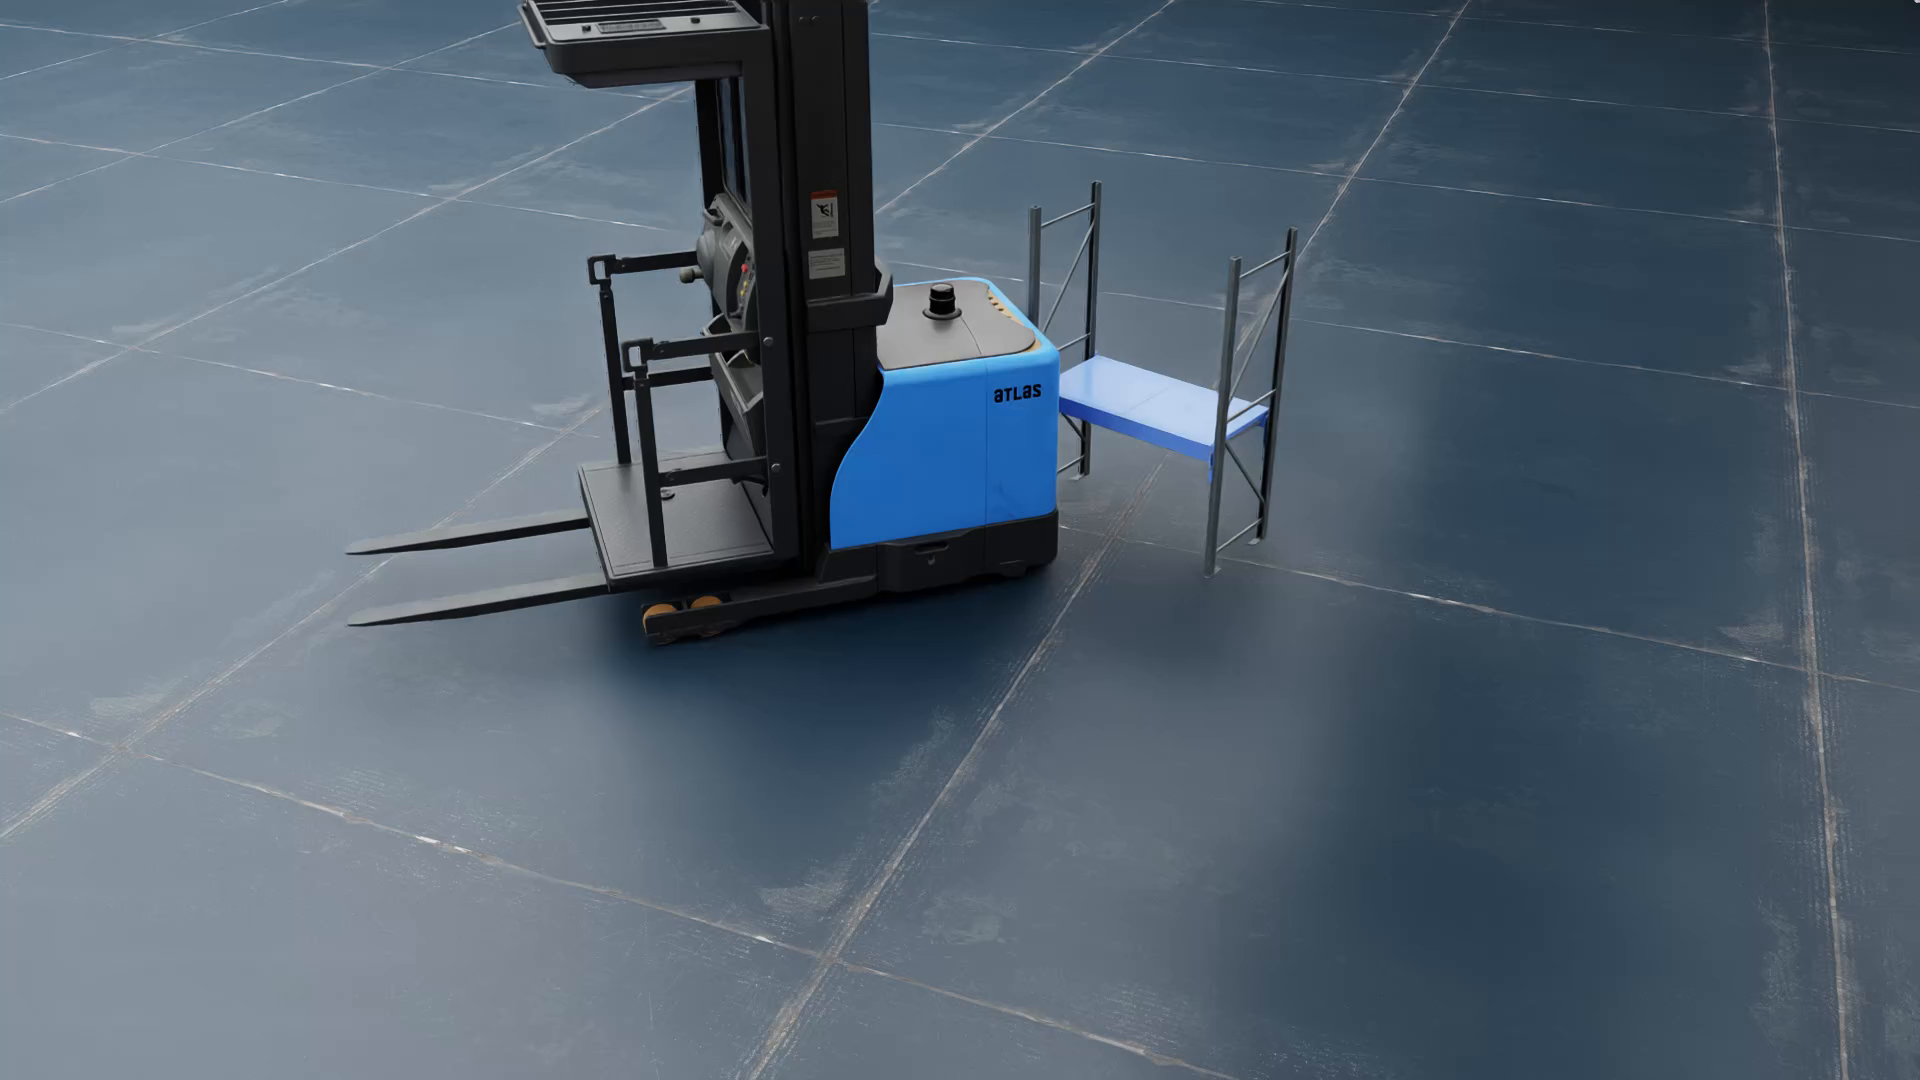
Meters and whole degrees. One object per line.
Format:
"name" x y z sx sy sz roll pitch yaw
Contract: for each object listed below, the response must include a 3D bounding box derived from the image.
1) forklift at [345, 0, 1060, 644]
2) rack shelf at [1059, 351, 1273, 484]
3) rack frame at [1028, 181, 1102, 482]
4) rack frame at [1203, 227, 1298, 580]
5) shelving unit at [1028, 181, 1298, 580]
"forklift" -1.136 -1.131 6.773 3.031 2.935 1.130 -9 31 -16
"rack shelf" 0.869 -0.578 7.613 1.000 0.185 0.538 22 36 34
"rack frame" 0.478 -0.894 7.808 0.032 1.500 0.500 22 36 34
"rack frame" 1.260 -0.574 7.242 0.032 1.500 0.500 22 36 34
"shelving unit" 0.869 -0.734 7.525 1.048 1.500 0.538 22 36 34
